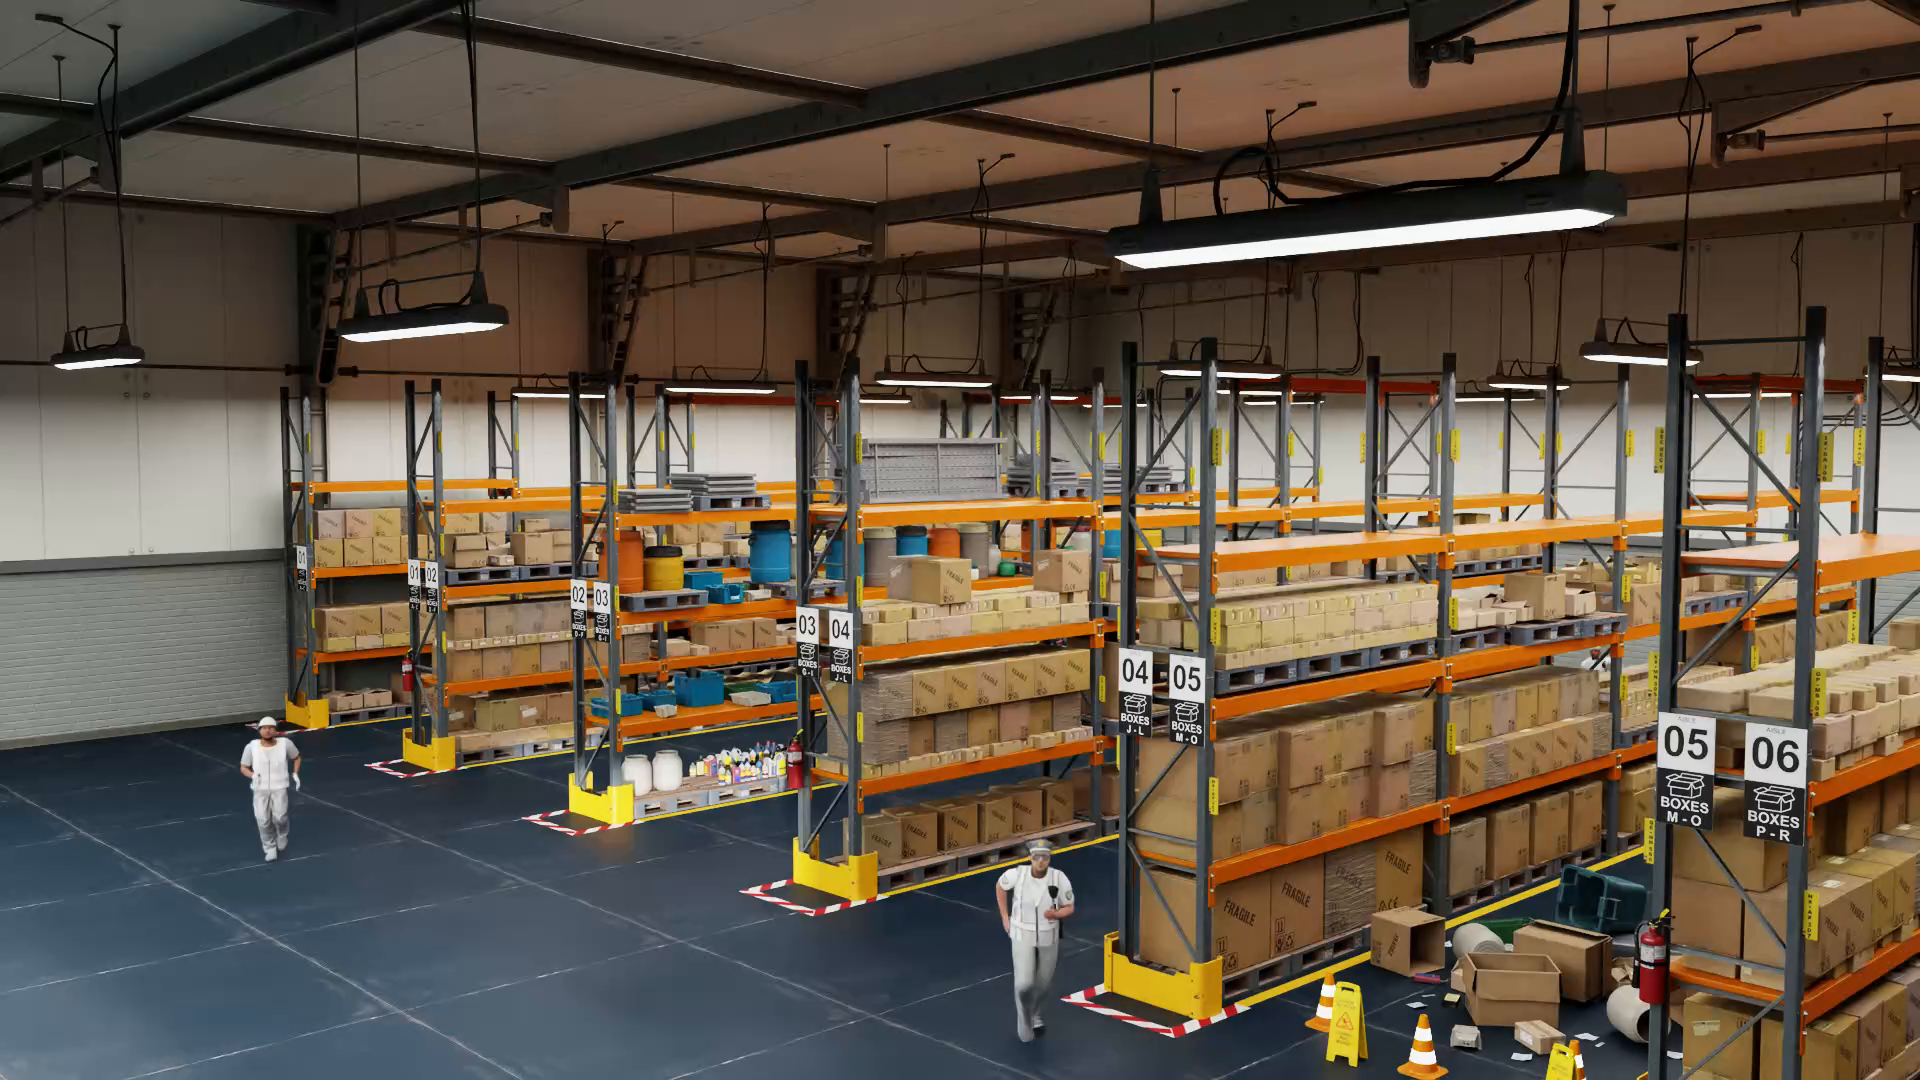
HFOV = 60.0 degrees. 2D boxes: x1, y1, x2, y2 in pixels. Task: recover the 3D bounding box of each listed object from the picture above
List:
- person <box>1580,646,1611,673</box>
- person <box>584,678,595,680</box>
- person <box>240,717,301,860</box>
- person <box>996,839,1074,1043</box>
[{"bbox_3d":[10.690,2.534,27.936,0.595,1.659,0.908,2,4,29],"label":"person"},{"bbox_3d":[-6.782,2.422,30.421,0.614,1.627,0.551,2,4,25],"label":"person"},{"bbox_3d":[-8.332,3.008,20.082,0.667,1.739,0.583,-1,4,-19],"label":"person"},{"bbox_3d":[0.645,3.392,14.126,0.638,1.761,0.775,0,4,-4],"label":"person"}]
